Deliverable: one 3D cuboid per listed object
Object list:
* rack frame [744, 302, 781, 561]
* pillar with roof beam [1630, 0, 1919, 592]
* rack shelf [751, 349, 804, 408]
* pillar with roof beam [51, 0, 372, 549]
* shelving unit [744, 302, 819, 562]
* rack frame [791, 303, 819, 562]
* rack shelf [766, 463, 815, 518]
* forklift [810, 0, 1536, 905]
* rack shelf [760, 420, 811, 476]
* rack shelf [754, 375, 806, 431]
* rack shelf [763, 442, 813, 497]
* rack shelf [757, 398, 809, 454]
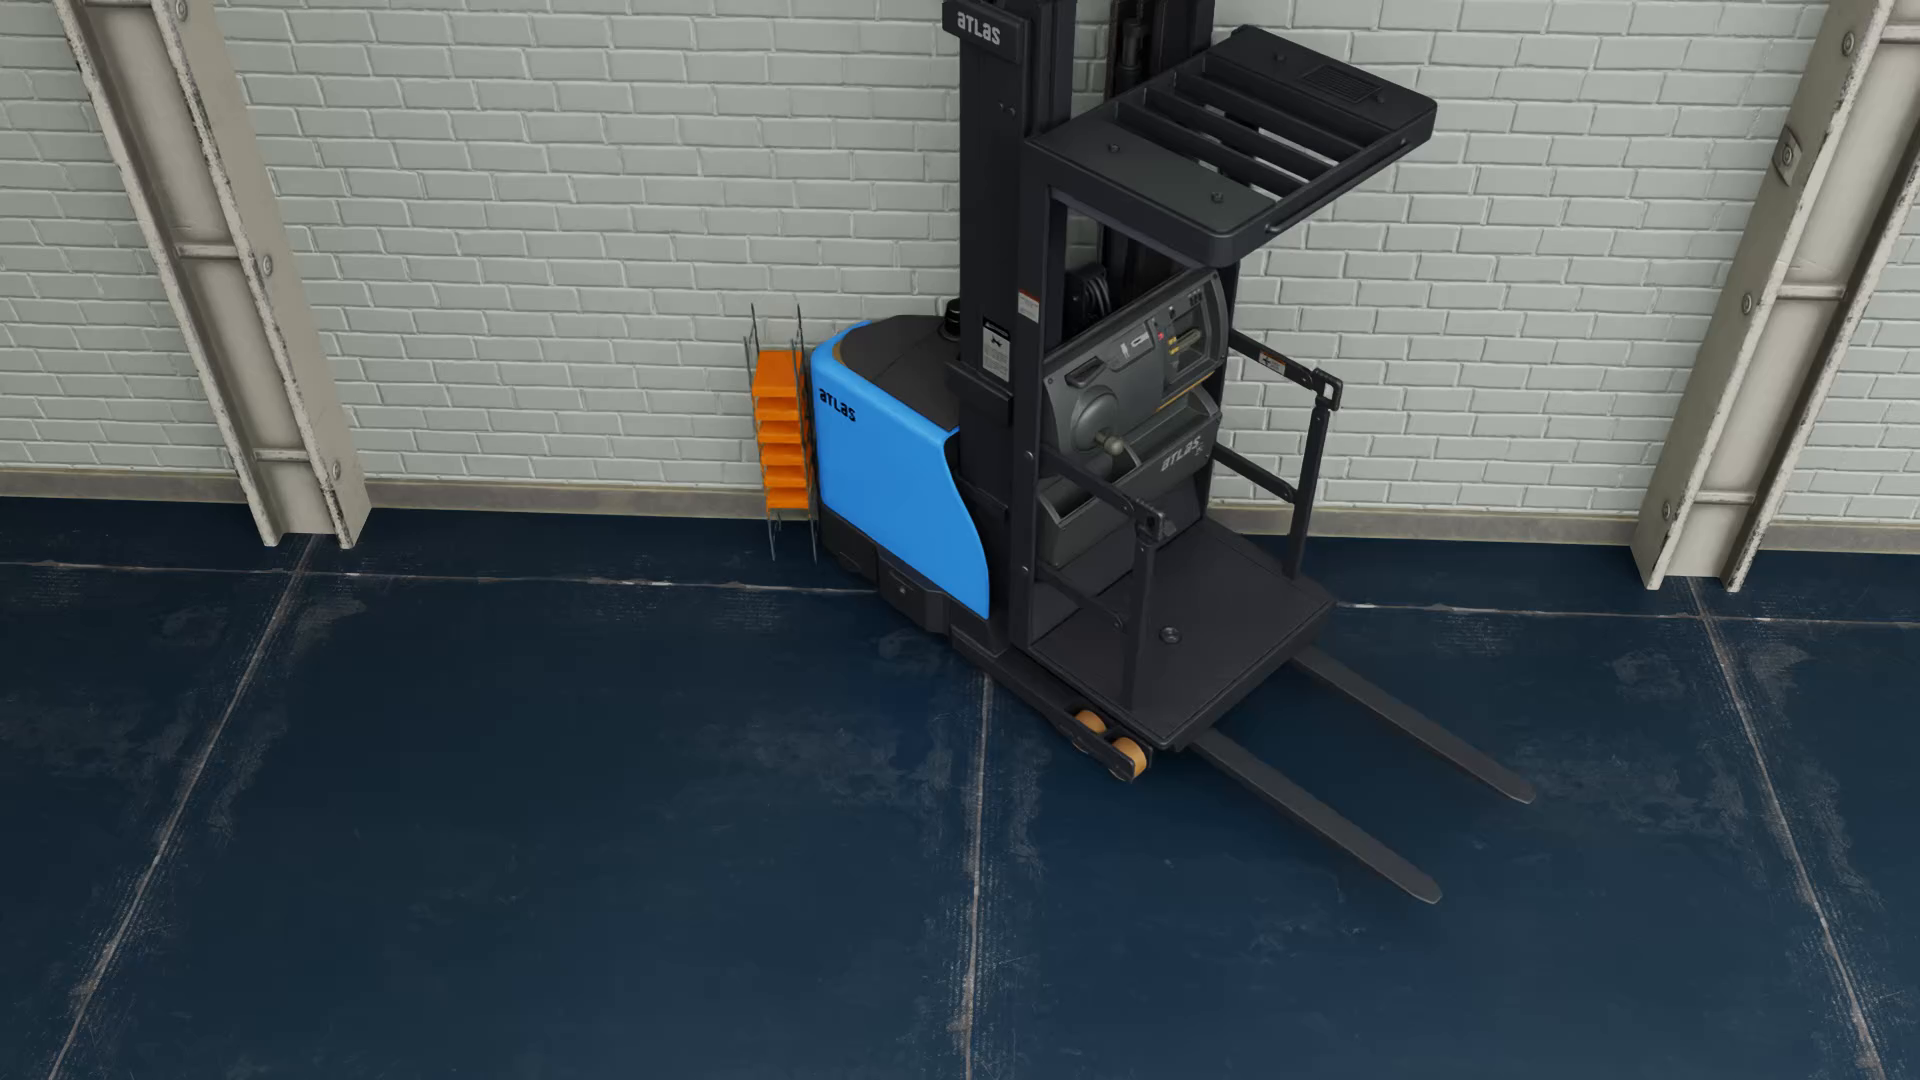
[{"bbox_3d":[-0.816,-0.423,6.907,0.006,1.200,0.240,1,44,2],"label":"rack frame"},{"bbox_3d":[2.944,-0.250,1.002,0.400,9.000,9.100,2,43,2],"label":"pillar with roof beam"},{"bbox_3d":[-0.730,-0.650,6.685,0.180,0.103,0.258,1,44,2],"label":"rack shelf"},{"bbox_3d":[-3.050,-0.435,1.200,0.400,9.000,9.100,2,43,2],"label":"pillar with roof beam"},{"bbox_3d":[-0.724,-0.422,6.903,0.189,1.200,0.258,1,44,2],"label":"shelving unit"},{"bbox_3d":[-0.633,-0.420,6.899,0.006,1.200,0.240,1,44,2],"label":"rack frame"},{"bbox_3d":[-0.720,-0.216,7.100,0.180,0.103,0.258,1,44,2],"label":"rack shelf"},{"bbox_3d":[0.785,-0.557,5.784,1.130,2.935,3.031,-34,53,-31],"label":"forklift"},{"bbox_3d":[-0.724,-0.390,6.934,0.180,0.103,0.258,1,44,2],"label":"rack shelf"},{"bbox_3d":[-0.728,-0.563,6.768,0.180,0.103,0.258,1,44,2],"label":"rack shelf"},{"bbox_3d":[-0.722,-0.303,7.017,0.180,0.103,0.258,1,44,2],"label":"rack shelf"},{"bbox_3d":[-0.726,-0.476,6.851,0.180,0.103,0.258,1,44,2],"label":"rack shelf"}]
